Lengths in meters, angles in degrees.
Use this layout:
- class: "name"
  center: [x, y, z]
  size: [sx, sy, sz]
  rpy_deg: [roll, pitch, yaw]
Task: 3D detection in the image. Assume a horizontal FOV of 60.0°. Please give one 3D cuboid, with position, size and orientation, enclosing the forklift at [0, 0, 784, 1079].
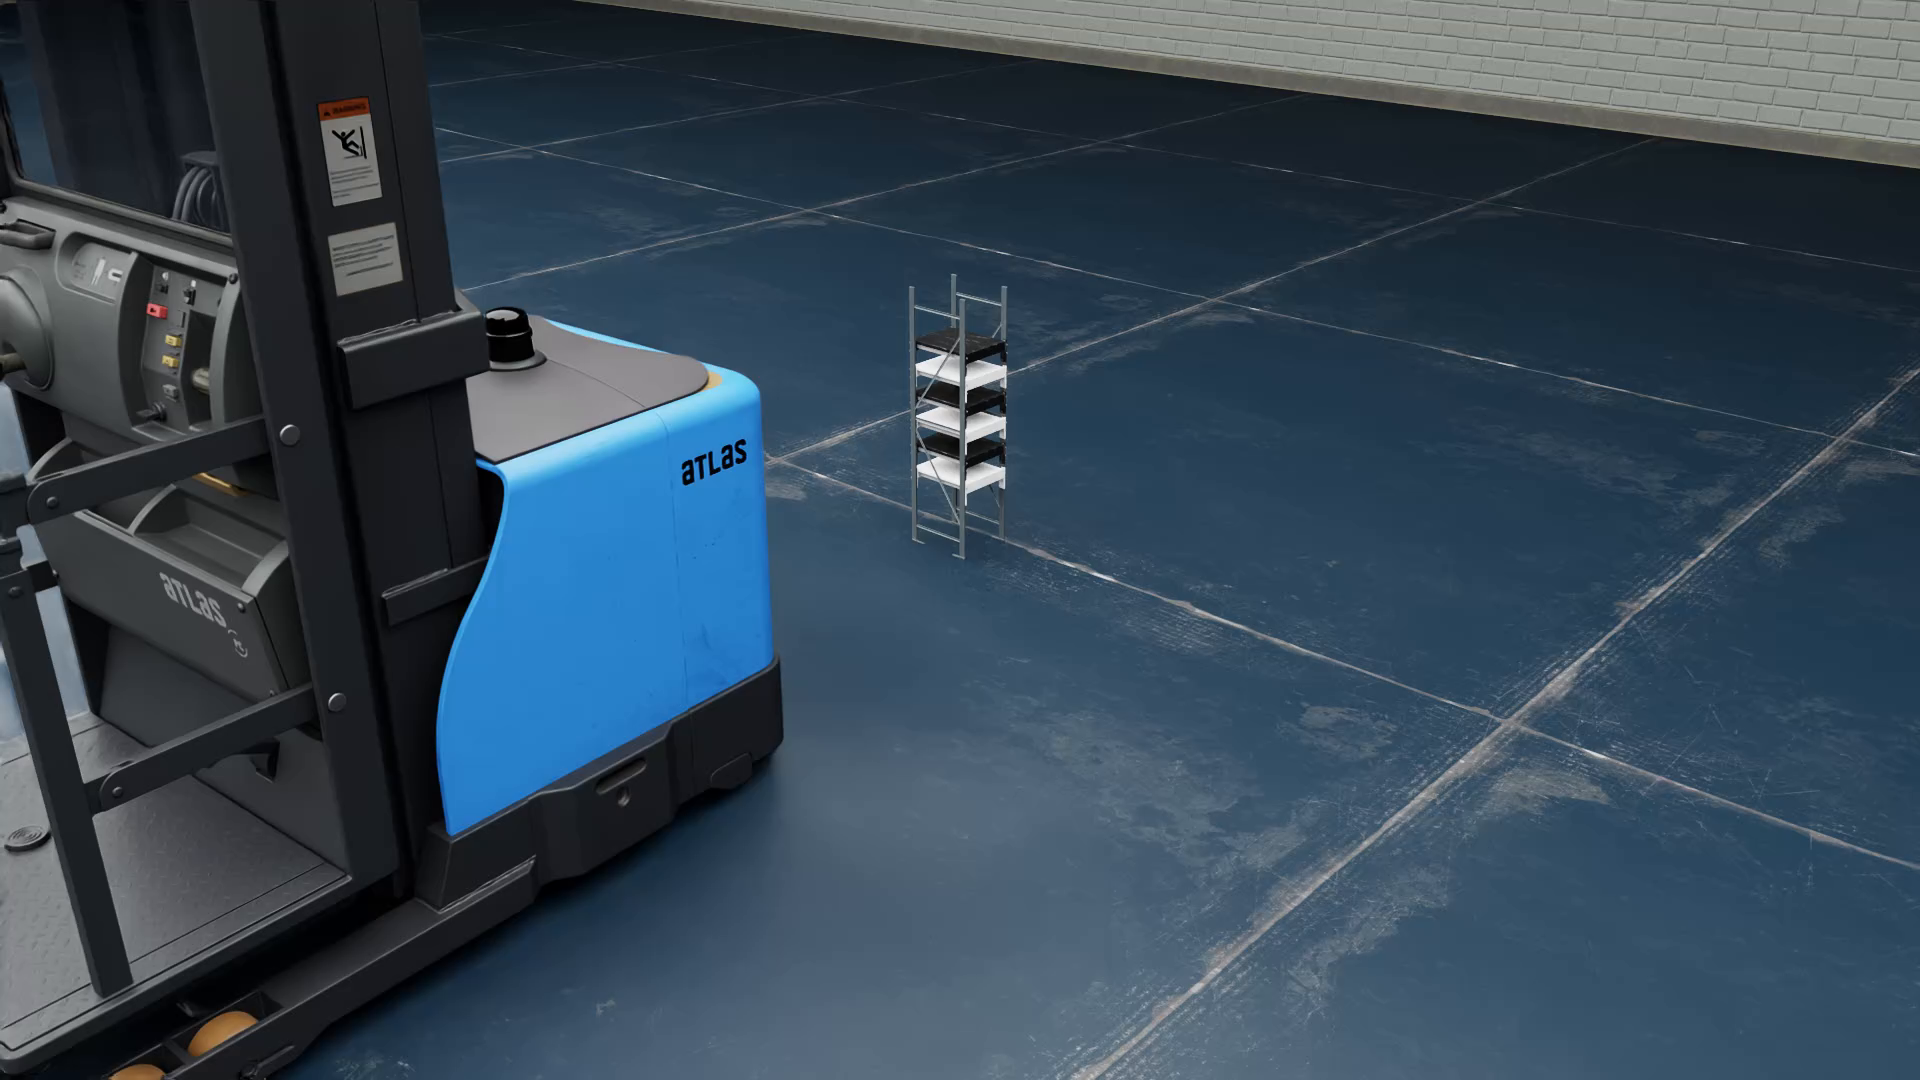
- class: "forklift"
  center: [-1.773, -0.400, 3.060]
  size: [1.130, 2.935, 3.031]
  rpy_deg: [18, 30, 34]

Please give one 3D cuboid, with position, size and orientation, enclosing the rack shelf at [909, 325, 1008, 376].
- class: "rack shelf"
  center: [-0.005, -0.624, 5.464]
  size: [0.258, 0.077, 0.200]
  rpy_deg: [20, 31, 38]

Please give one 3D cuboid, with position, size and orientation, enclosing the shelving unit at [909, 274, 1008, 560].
- class: "shelving unit"
  center: [-0.005, -0.408, 5.560]
  size: [0.258, 0.900, 0.210]
  rpy_deg: [20, 31, 38]

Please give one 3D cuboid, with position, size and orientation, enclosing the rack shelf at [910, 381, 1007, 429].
- class: "rack shelf"
  center: [-0.005, -0.460, 5.537]
  size: [0.258, 0.077, 0.200]
  rpy_deg: [20, 31, 38]

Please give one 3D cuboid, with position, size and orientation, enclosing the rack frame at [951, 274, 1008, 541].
- class: "rack frame"
  center: [0.062, -0.439, 5.629]
  size: [0.240, 0.900, 0.006]
  rpy_deg: [20, 31, 38]

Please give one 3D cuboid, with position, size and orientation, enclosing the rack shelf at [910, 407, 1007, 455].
- class: "rack shelf"
  center: [-0.005, -0.378, 5.574]
  size: [0.258, 0.077, 0.200]
  rpy_deg: [20, 31, 38]

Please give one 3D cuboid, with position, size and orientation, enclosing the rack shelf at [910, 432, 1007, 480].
- class: "rack shelf"
  center: [-0.005, -0.296, 5.611]
  size: [0.258, 0.077, 0.200]
  rpy_deg: [20, 31, 38]

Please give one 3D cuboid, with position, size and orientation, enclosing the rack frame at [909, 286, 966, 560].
- class: "rack frame"
  center: [-0.073, -0.377, 5.491]
  size: [0.240, 0.900, 0.006]
  rpy_deg: [20, 31, 38]

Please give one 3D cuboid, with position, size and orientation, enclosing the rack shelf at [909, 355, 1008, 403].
- class: "rack shelf"
  center: [-0.005, -0.542, 5.500]
  size: [0.258, 0.077, 0.200]
  rpy_deg: [20, 31, 38]

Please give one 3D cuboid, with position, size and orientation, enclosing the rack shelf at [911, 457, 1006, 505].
- class: "rack shelf"
  center: [-0.005, -0.213, 5.648]
  size: [0.258, 0.077, 0.200]
  rpy_deg: [20, 31, 38]
